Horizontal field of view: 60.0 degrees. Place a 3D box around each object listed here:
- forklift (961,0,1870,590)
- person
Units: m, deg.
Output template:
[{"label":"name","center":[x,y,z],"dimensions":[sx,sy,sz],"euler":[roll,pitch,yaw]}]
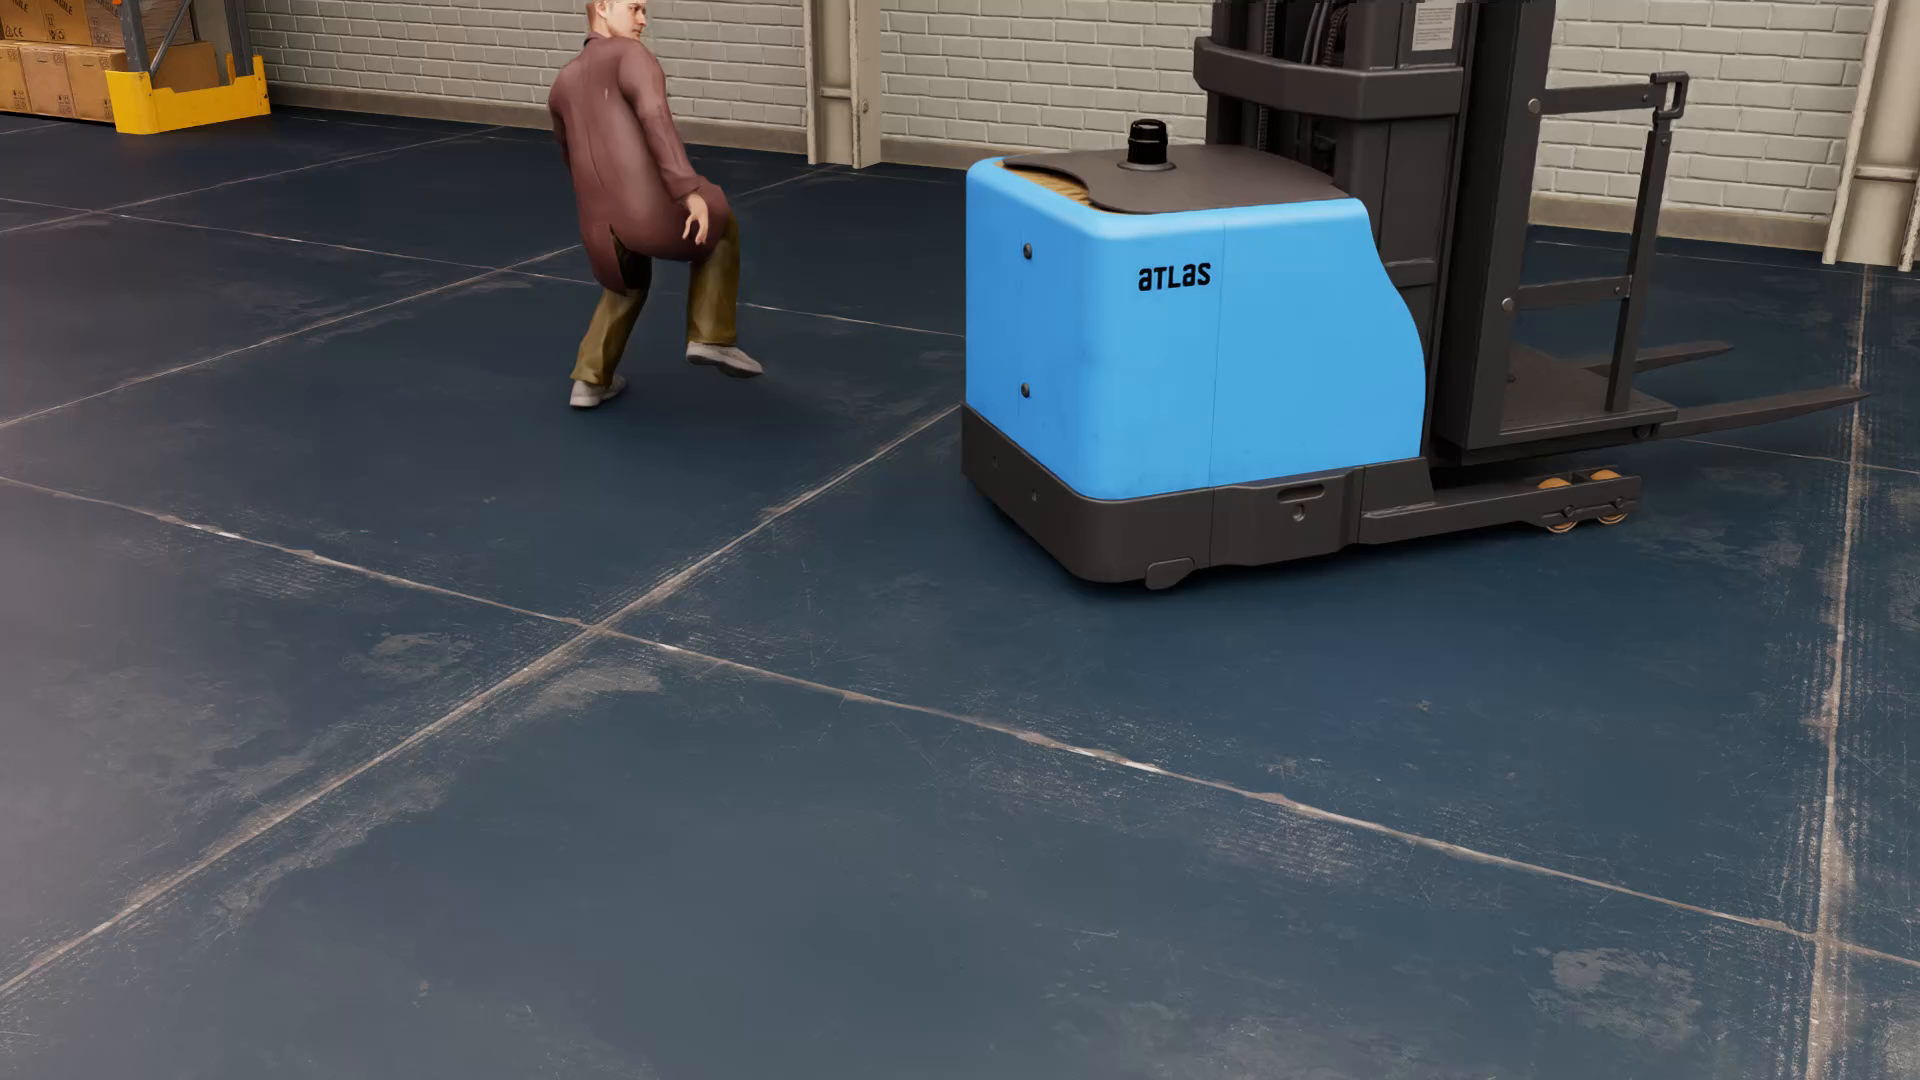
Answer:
[{"label":"forklift","center":[1.576,-1.554,4.978],"dimensions":[3.031,2.935,1.130],"euler":[-9,24,-19]},{"label":"person","center":[-1.114,-1.246,6.077],"dimensions":[0.818,1.554,0.740],"euler":[10,25,22]}]
